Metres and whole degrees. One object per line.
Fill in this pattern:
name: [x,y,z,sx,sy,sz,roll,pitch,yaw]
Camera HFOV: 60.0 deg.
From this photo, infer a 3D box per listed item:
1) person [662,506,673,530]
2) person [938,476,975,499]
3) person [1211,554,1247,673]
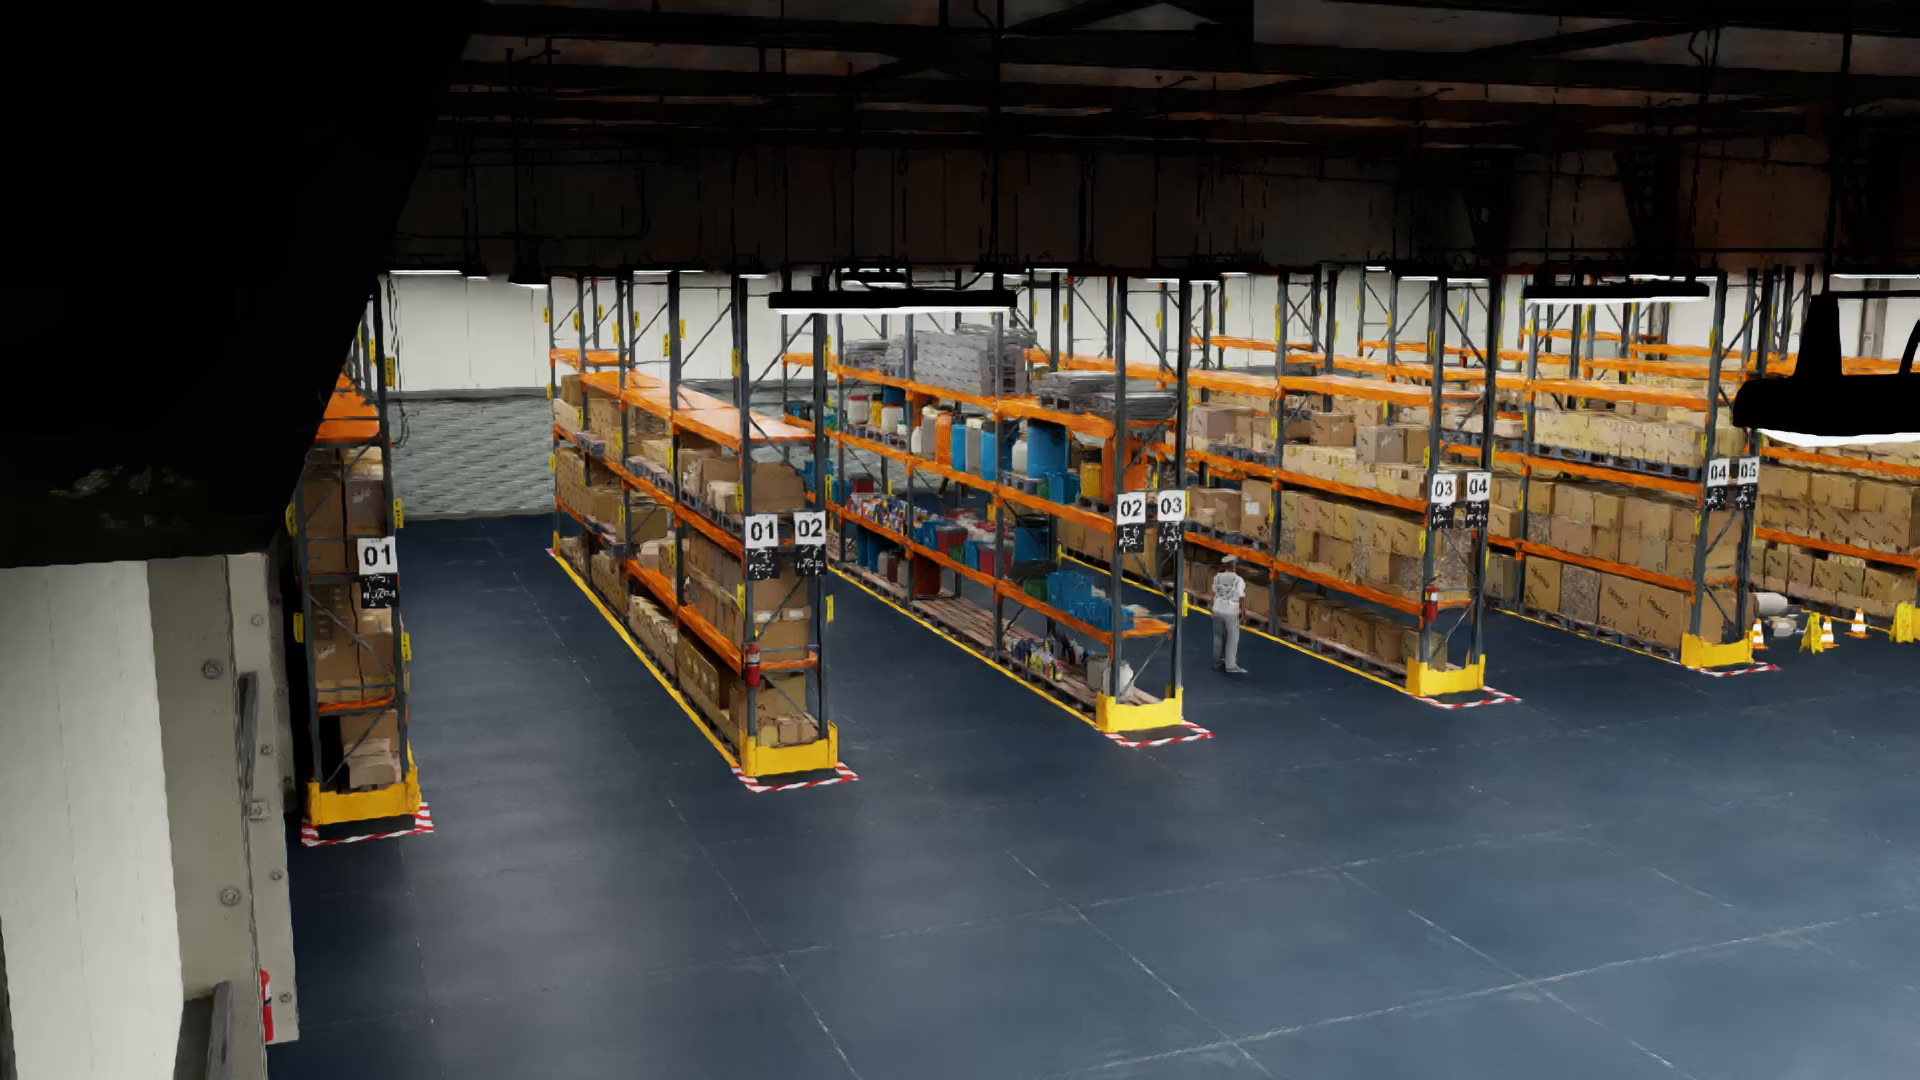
person: [-6.125,-0.665,35.500,0.702,1.735,0.549,-4,11,-23]
person: [-0.150,-1.900,42.510,0.735,1.707,0.887,-8,13,-37]
person: [4.081,1.102,25.174,0.628,1.768,0.492,8,13,39]
